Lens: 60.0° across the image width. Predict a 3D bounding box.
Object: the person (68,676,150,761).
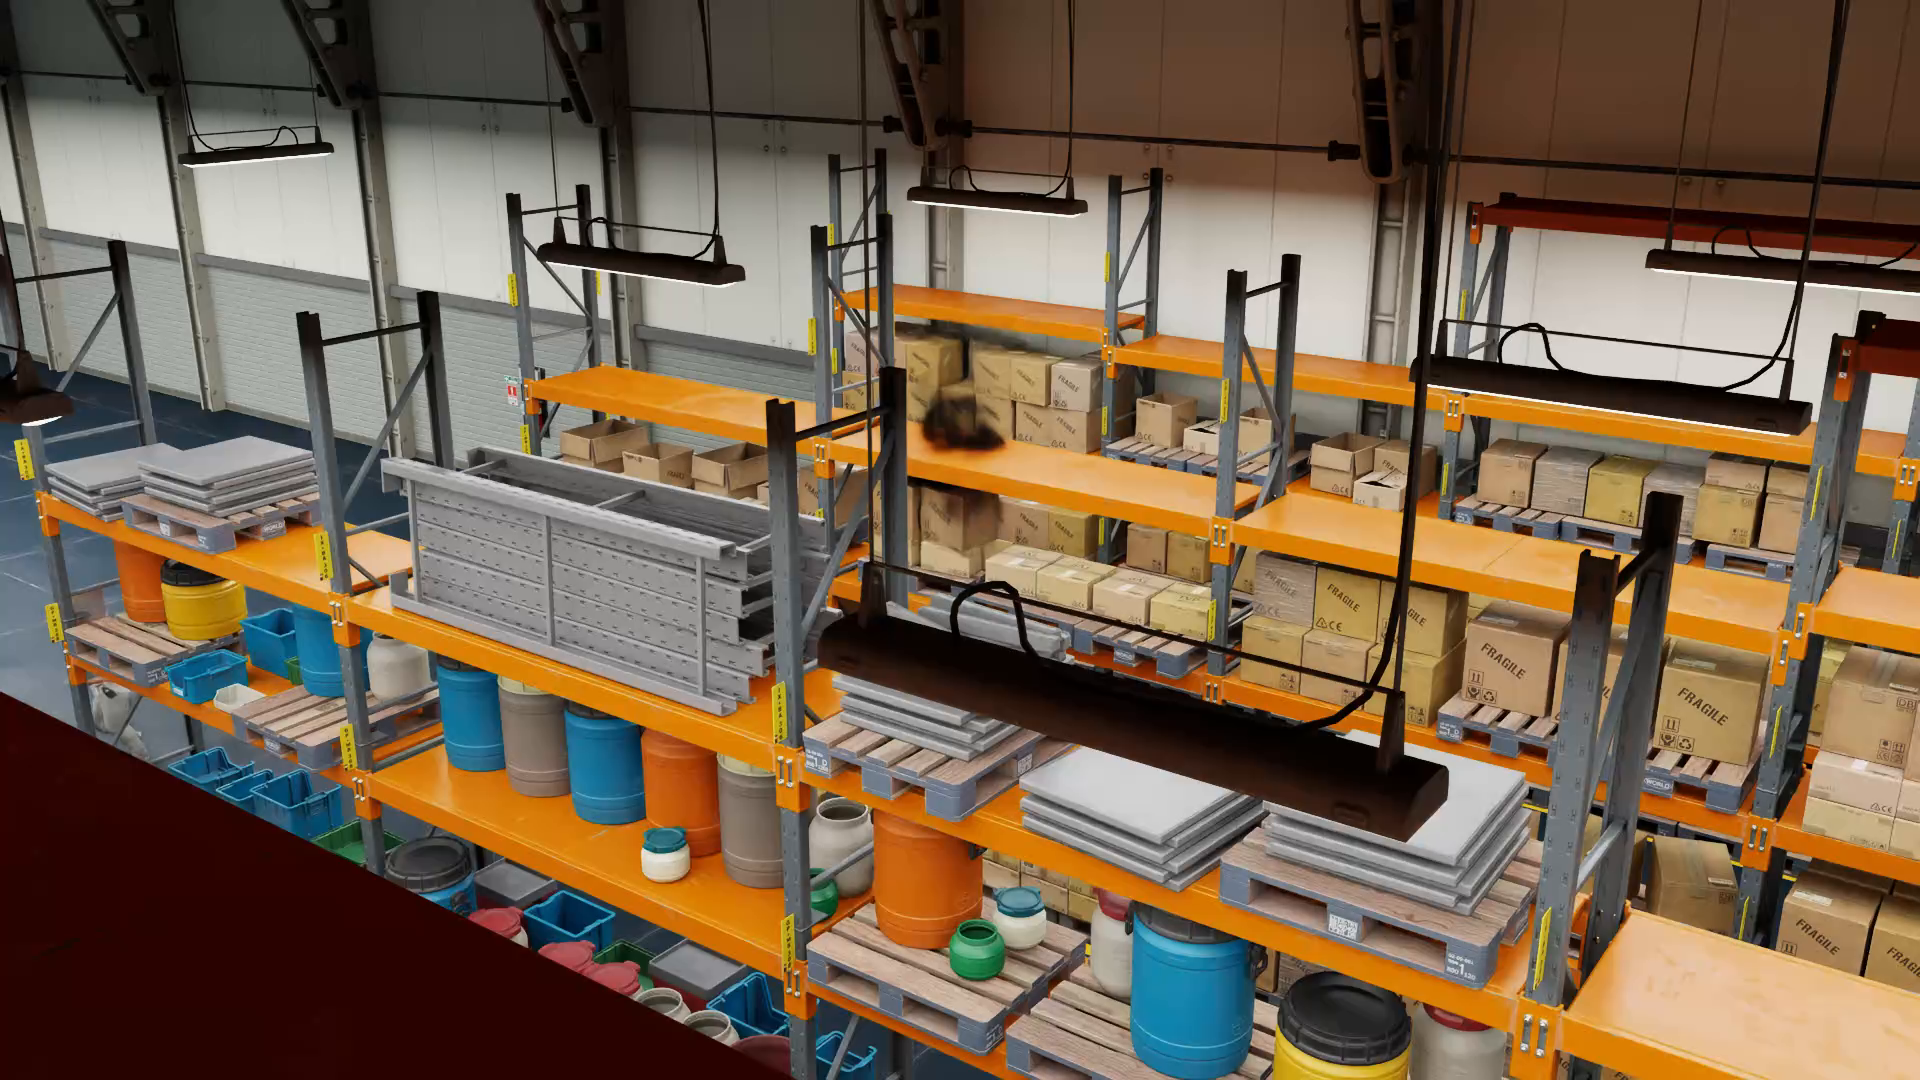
[{"bbox_3d":[-9.051,1.598,17.579,0.616,1.760,0.639,-8,20,-23],"label":"person"}]
